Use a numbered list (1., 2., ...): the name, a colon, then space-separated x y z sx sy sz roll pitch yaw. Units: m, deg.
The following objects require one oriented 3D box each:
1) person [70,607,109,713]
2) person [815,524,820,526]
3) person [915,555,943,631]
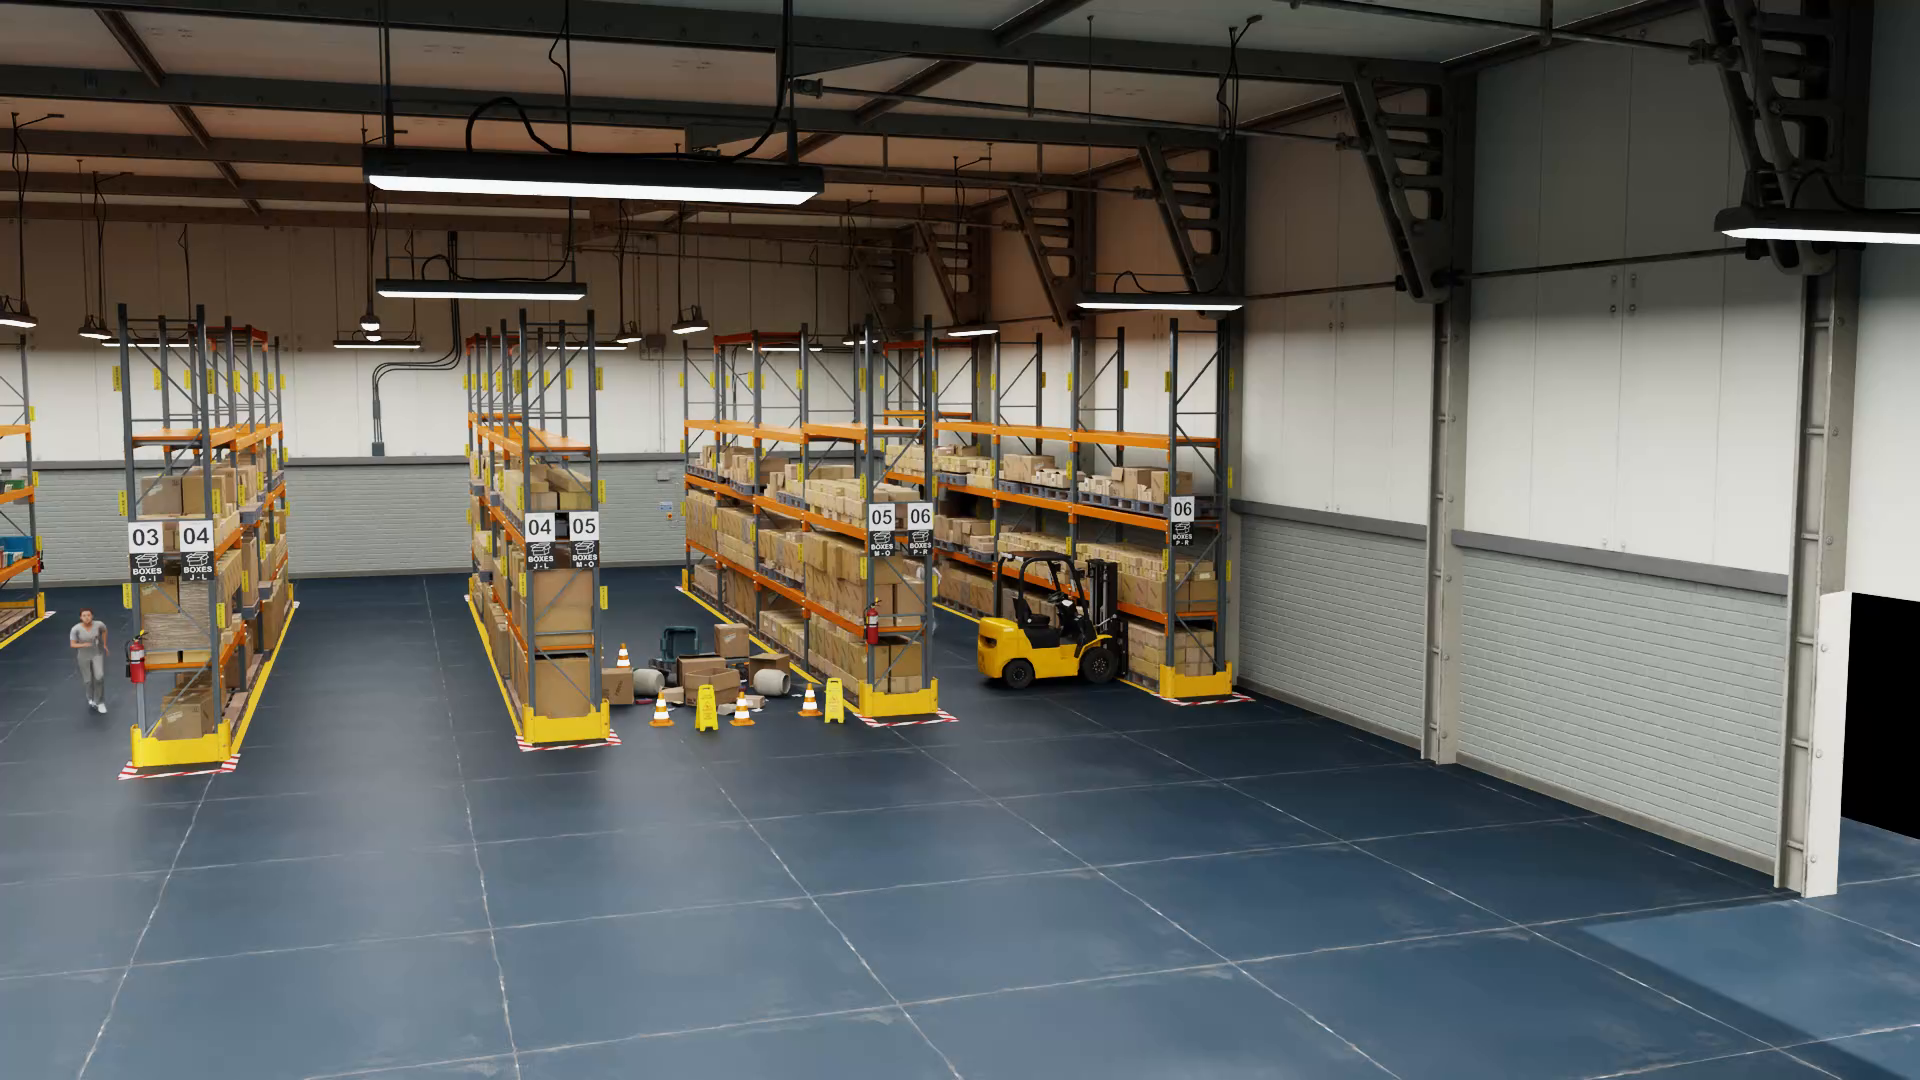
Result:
1. person: -13.188 1.798 25.219 0.494 1.614 0.929 -3 6 -25
2. person: -2.945 0.483 35.726 0.633 1.717 0.731 -4 7 -37
3. person: -0.688 1.067 33.136 0.530 1.564 0.617 -3 6 -29
